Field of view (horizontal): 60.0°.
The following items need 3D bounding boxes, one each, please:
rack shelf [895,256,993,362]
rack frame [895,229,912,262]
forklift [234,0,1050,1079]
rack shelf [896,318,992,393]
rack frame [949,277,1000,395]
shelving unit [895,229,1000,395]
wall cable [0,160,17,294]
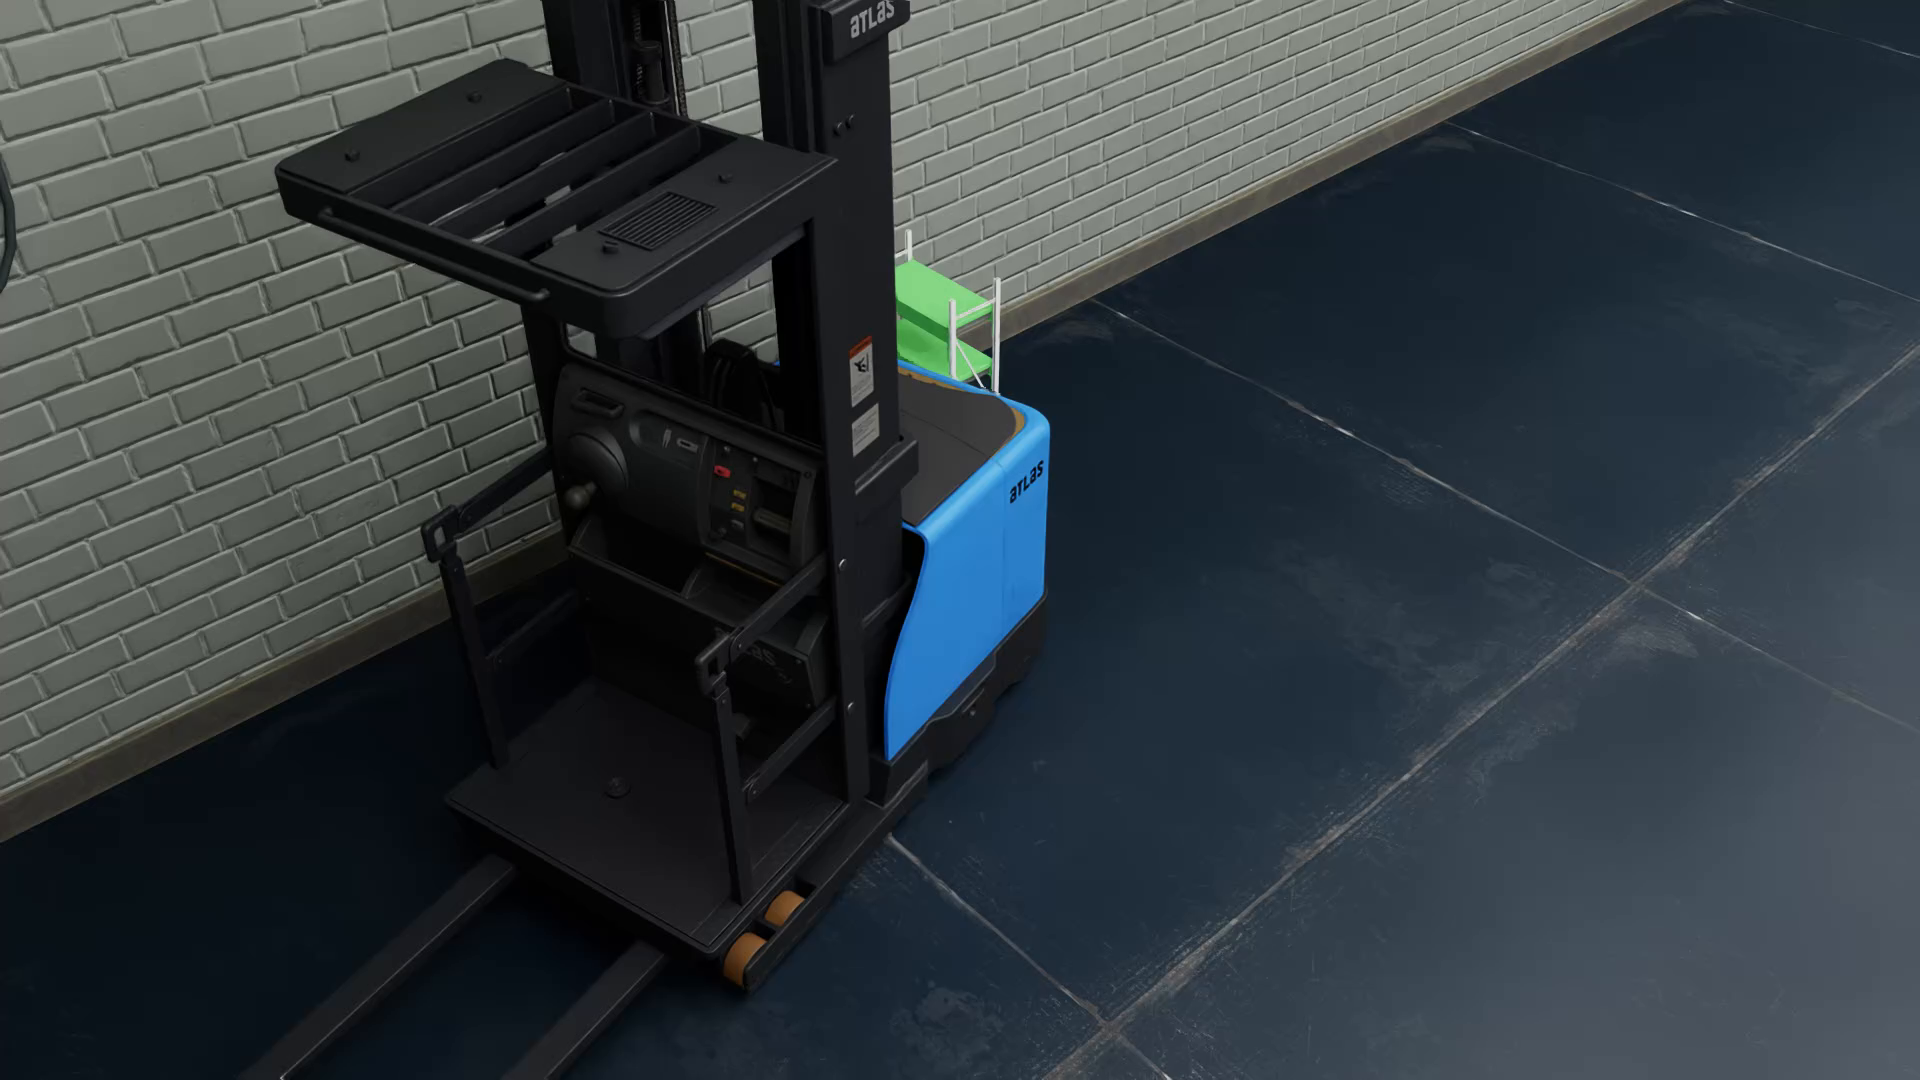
[{"bbox_3d":[-0.112,-0.867,6.206,0.258,0.148,0.480,-30,48,-32],"label":"rack shelf"},{"bbox_3d":[-0.277,-0.656,6.608,0.240,1.200,0.015,-30,48,-32],"label":"rack frame"},{"bbox_3d":[-0.905,-0.119,4.565,1.130,2.935,3.031,22,44,25],"label":"forklift"},{"bbox_3d":[-0.112,-0.680,6.357,0.258,0.148,0.480,-30,48,-32],"label":"rack shelf"},{"bbox_3d":[0.053,-0.430,6.328,0.240,1.200,0.015,-30,48,-32],"label":"rack frame"},{"bbox_3d":[-0.112,-0.543,6.468,0.258,1.200,0.503,-30,48,-32],"label":"shelving unit"},{"bbox_3d":[-3.739,-0.951,3.237,3.097,2.526,0.112,-30,48,-32],"label":"wall cable"}]
